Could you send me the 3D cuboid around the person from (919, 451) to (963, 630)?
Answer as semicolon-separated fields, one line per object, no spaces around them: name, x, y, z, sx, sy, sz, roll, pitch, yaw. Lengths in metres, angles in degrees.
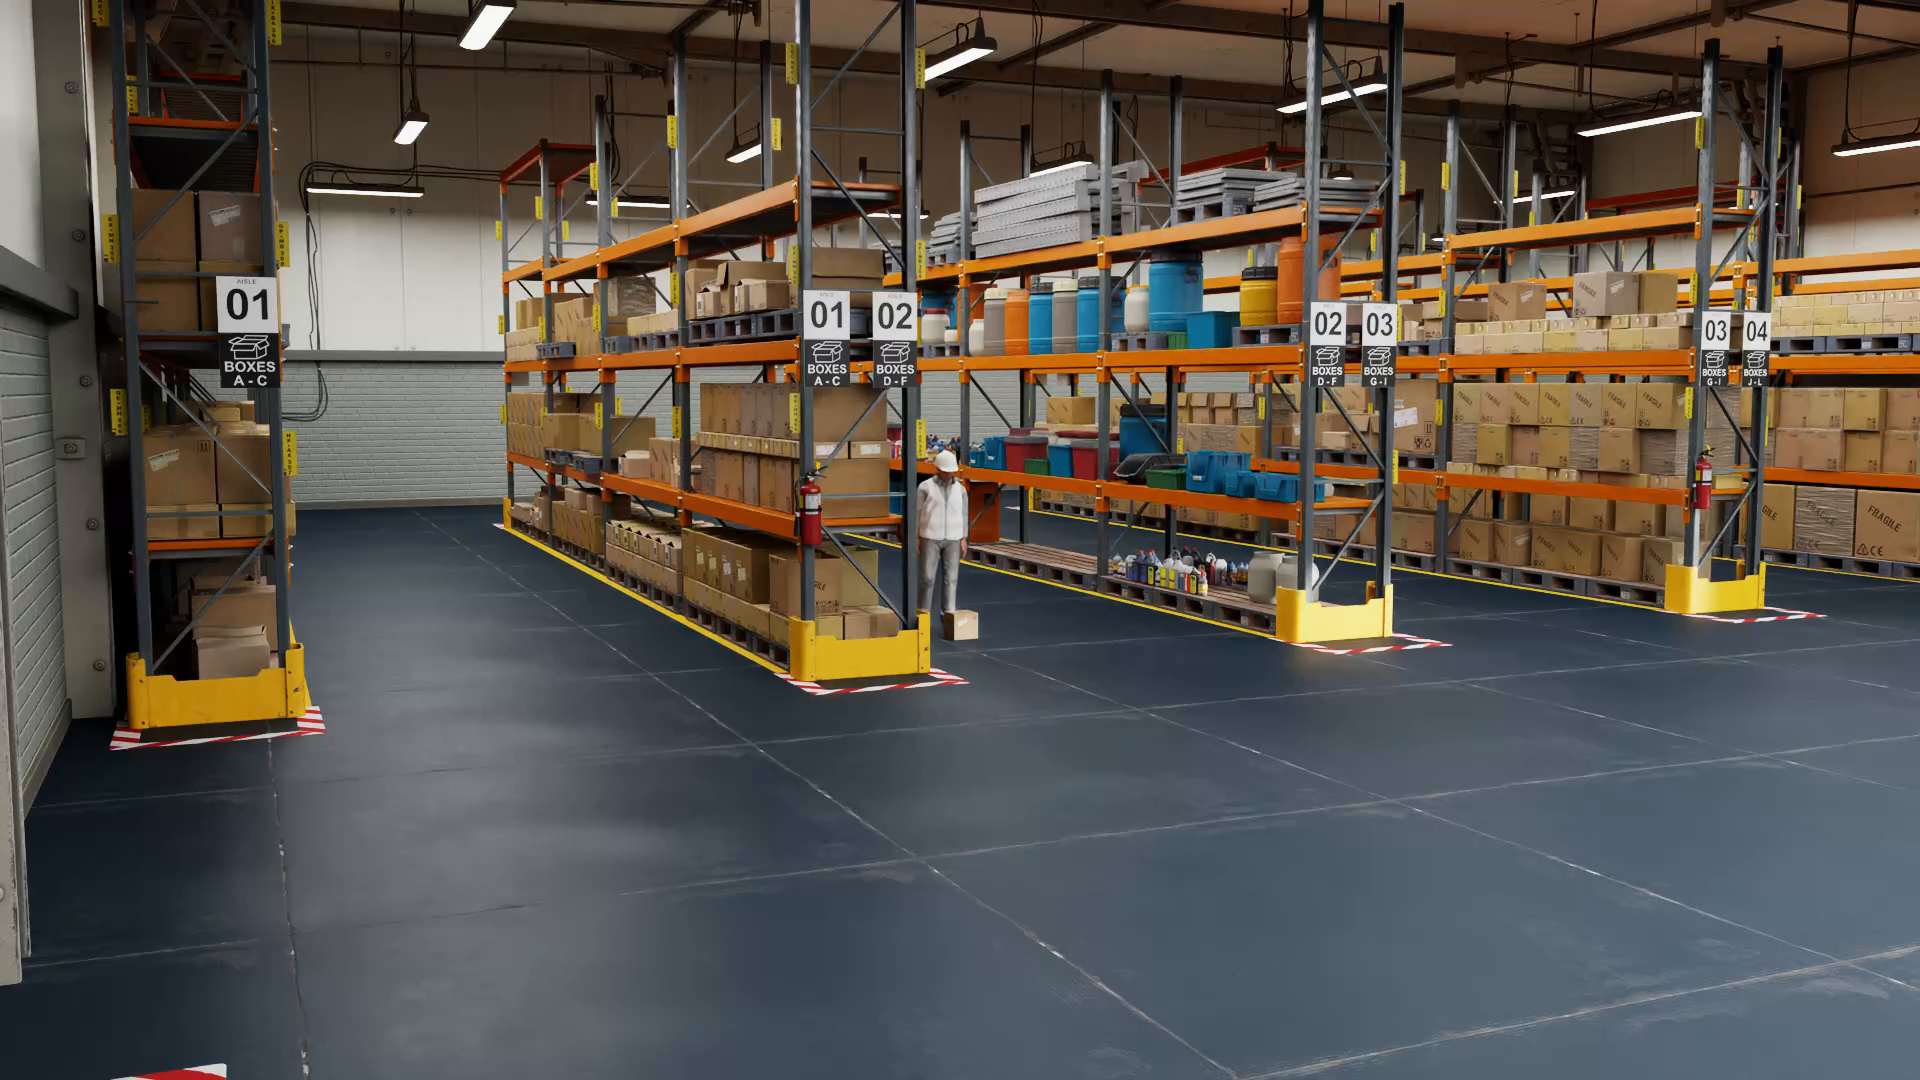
person;-0.209;0.033;16.335;0.532;1.819;0.471;-2;6;-19
